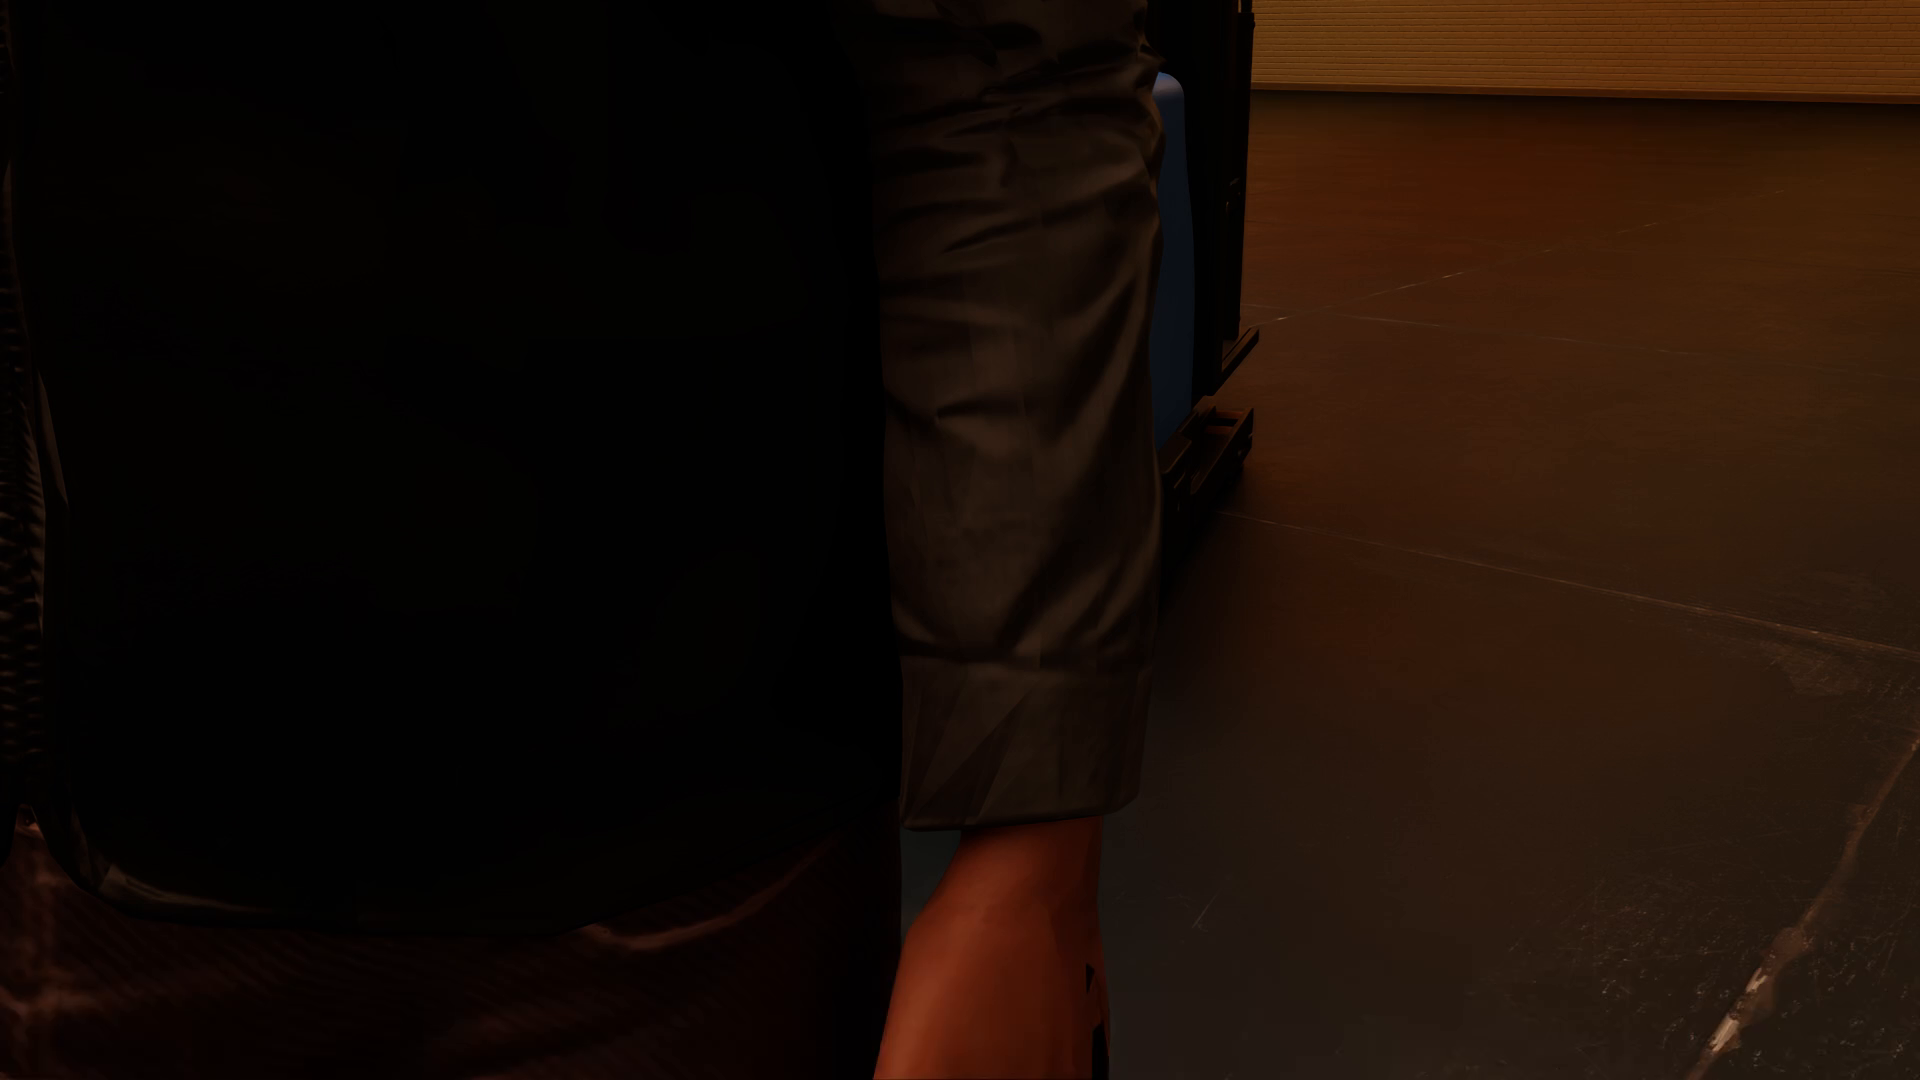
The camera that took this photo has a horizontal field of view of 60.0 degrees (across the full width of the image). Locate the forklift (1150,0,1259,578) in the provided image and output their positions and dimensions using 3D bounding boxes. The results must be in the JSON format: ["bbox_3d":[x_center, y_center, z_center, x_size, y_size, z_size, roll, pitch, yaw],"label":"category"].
[{"bbox_3d":[0.182,-1.571,4.072,1.130,2.935,3.031,5,18,17],"label":"forklift"}]
